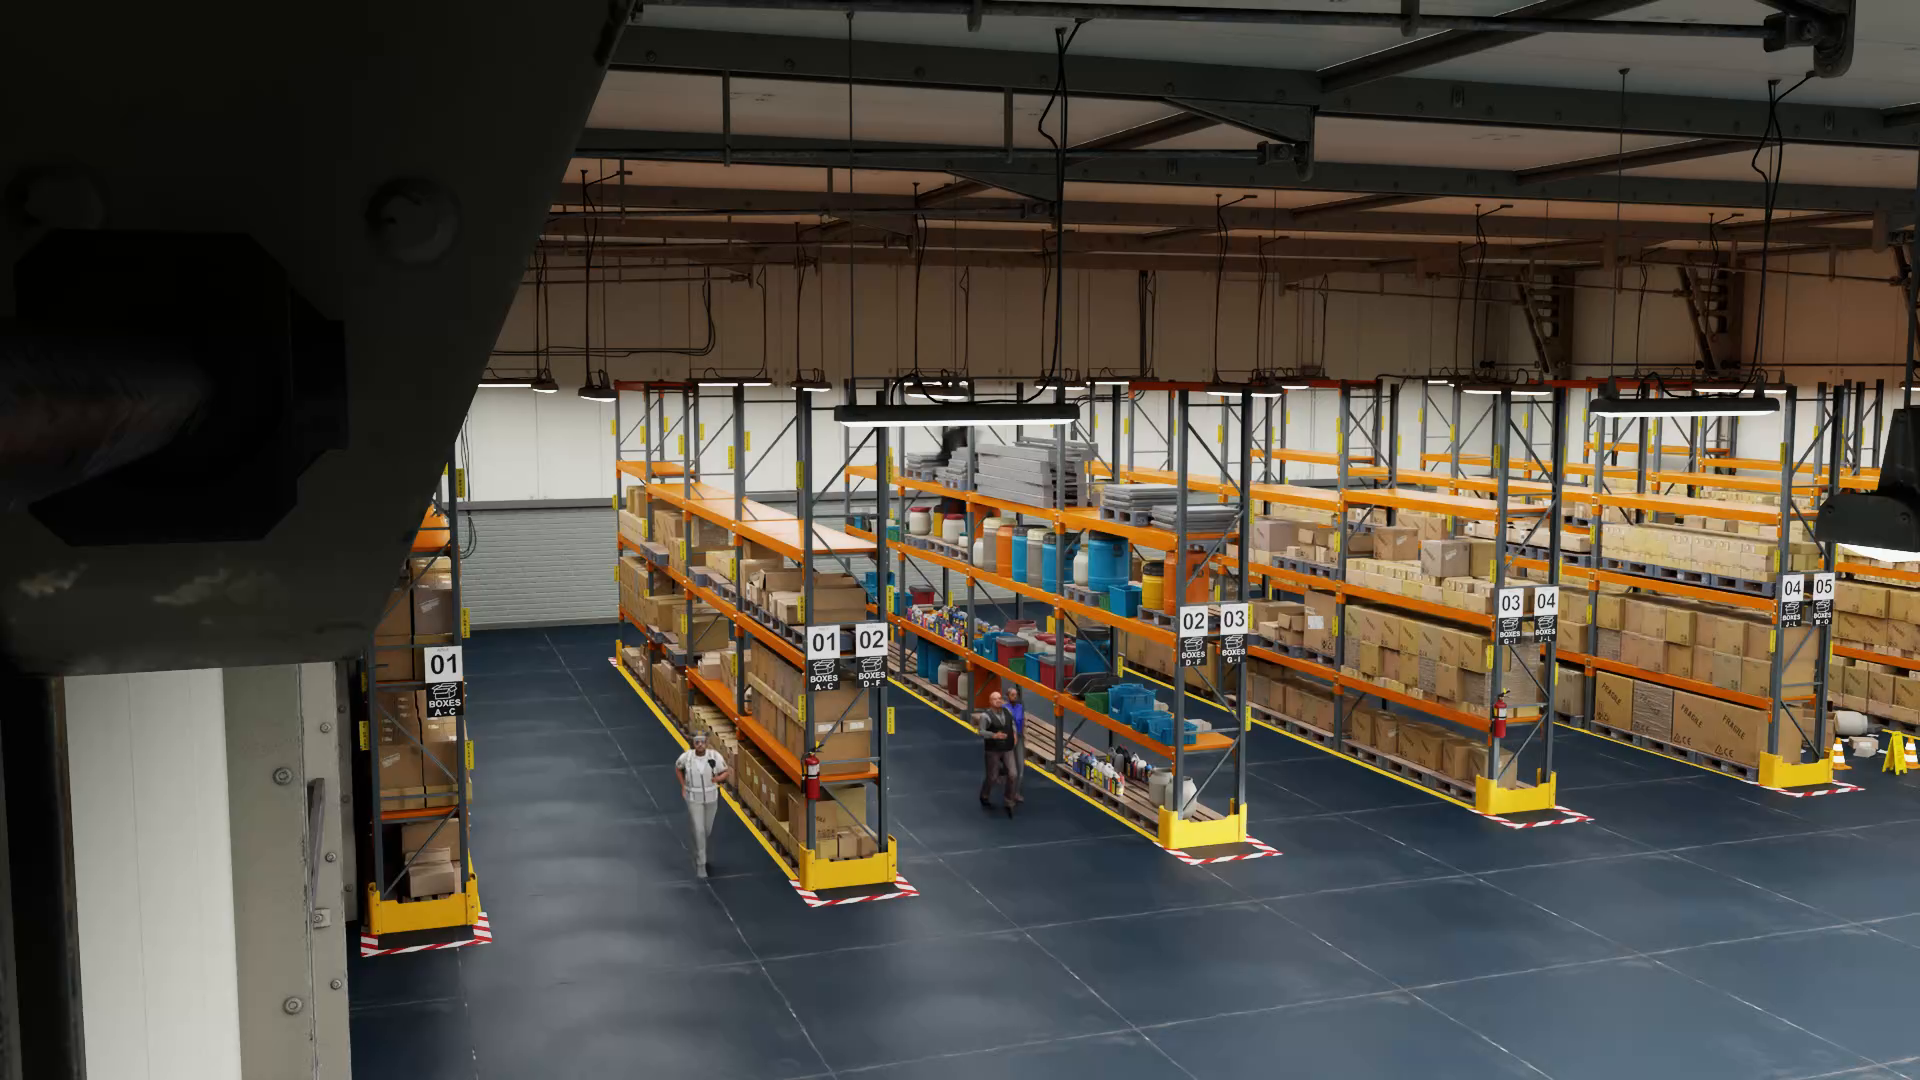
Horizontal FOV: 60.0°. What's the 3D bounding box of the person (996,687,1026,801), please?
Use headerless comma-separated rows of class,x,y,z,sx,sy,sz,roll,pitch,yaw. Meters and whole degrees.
person,0.744,2.954,24.322,0.593,1.618,0.727,-4,7,-30

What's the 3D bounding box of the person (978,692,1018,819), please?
person,0.553,3.018,23.478,0.661,1.753,0.821,-2,7,-22

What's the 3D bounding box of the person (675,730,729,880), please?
person,-3.213,3.254,20.832,0.636,1.831,0.884,-2,6,-20
